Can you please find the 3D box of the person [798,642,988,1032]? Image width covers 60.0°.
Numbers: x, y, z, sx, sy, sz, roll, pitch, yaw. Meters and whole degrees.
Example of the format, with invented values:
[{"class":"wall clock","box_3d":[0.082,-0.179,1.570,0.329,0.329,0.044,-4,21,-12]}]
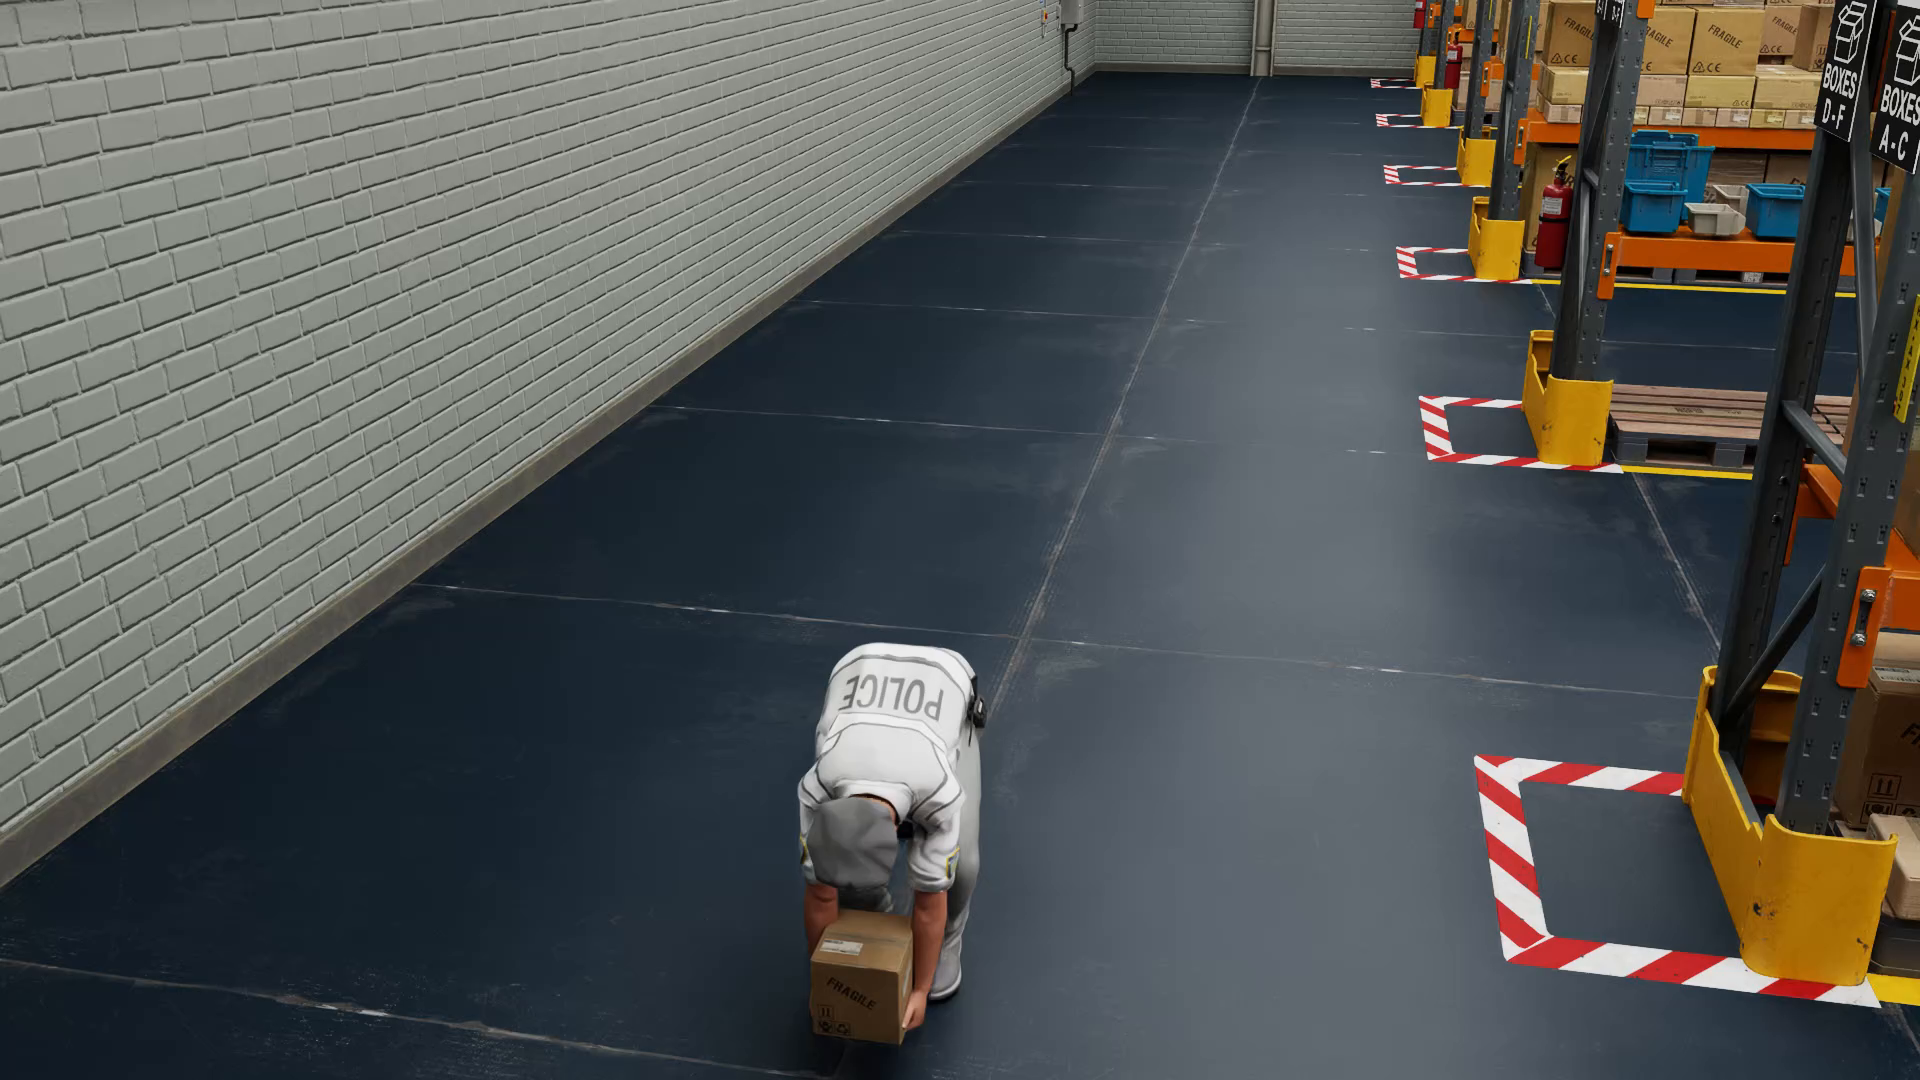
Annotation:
[{"class":"person","box_3d":[-0.209,0.889,4.780,0.509,1.046,1.036,3,22,8]}]
